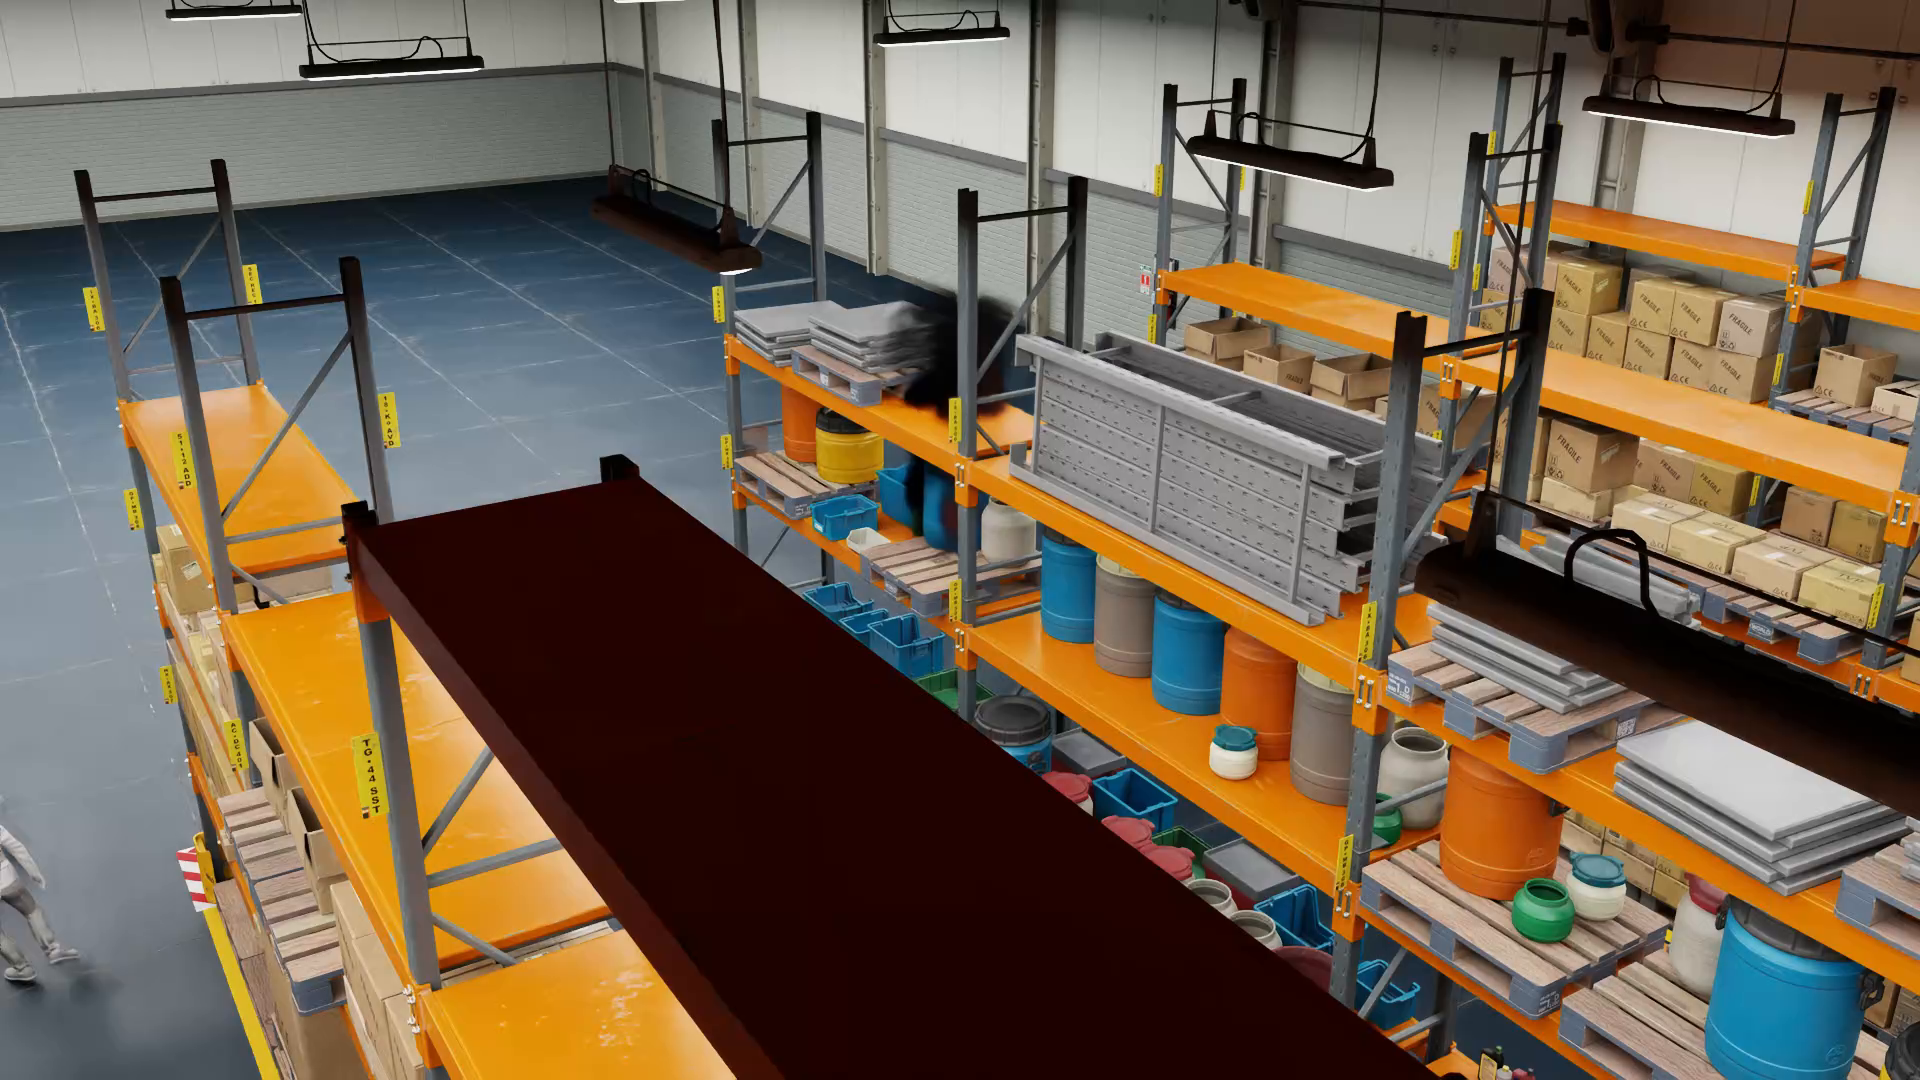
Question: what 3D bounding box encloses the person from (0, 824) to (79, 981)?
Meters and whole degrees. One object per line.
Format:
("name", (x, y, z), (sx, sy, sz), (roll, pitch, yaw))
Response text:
("person", (-7.283, 2.663, 12.613), (0.620, 1.584, 0.740), (16, 27, 34))
